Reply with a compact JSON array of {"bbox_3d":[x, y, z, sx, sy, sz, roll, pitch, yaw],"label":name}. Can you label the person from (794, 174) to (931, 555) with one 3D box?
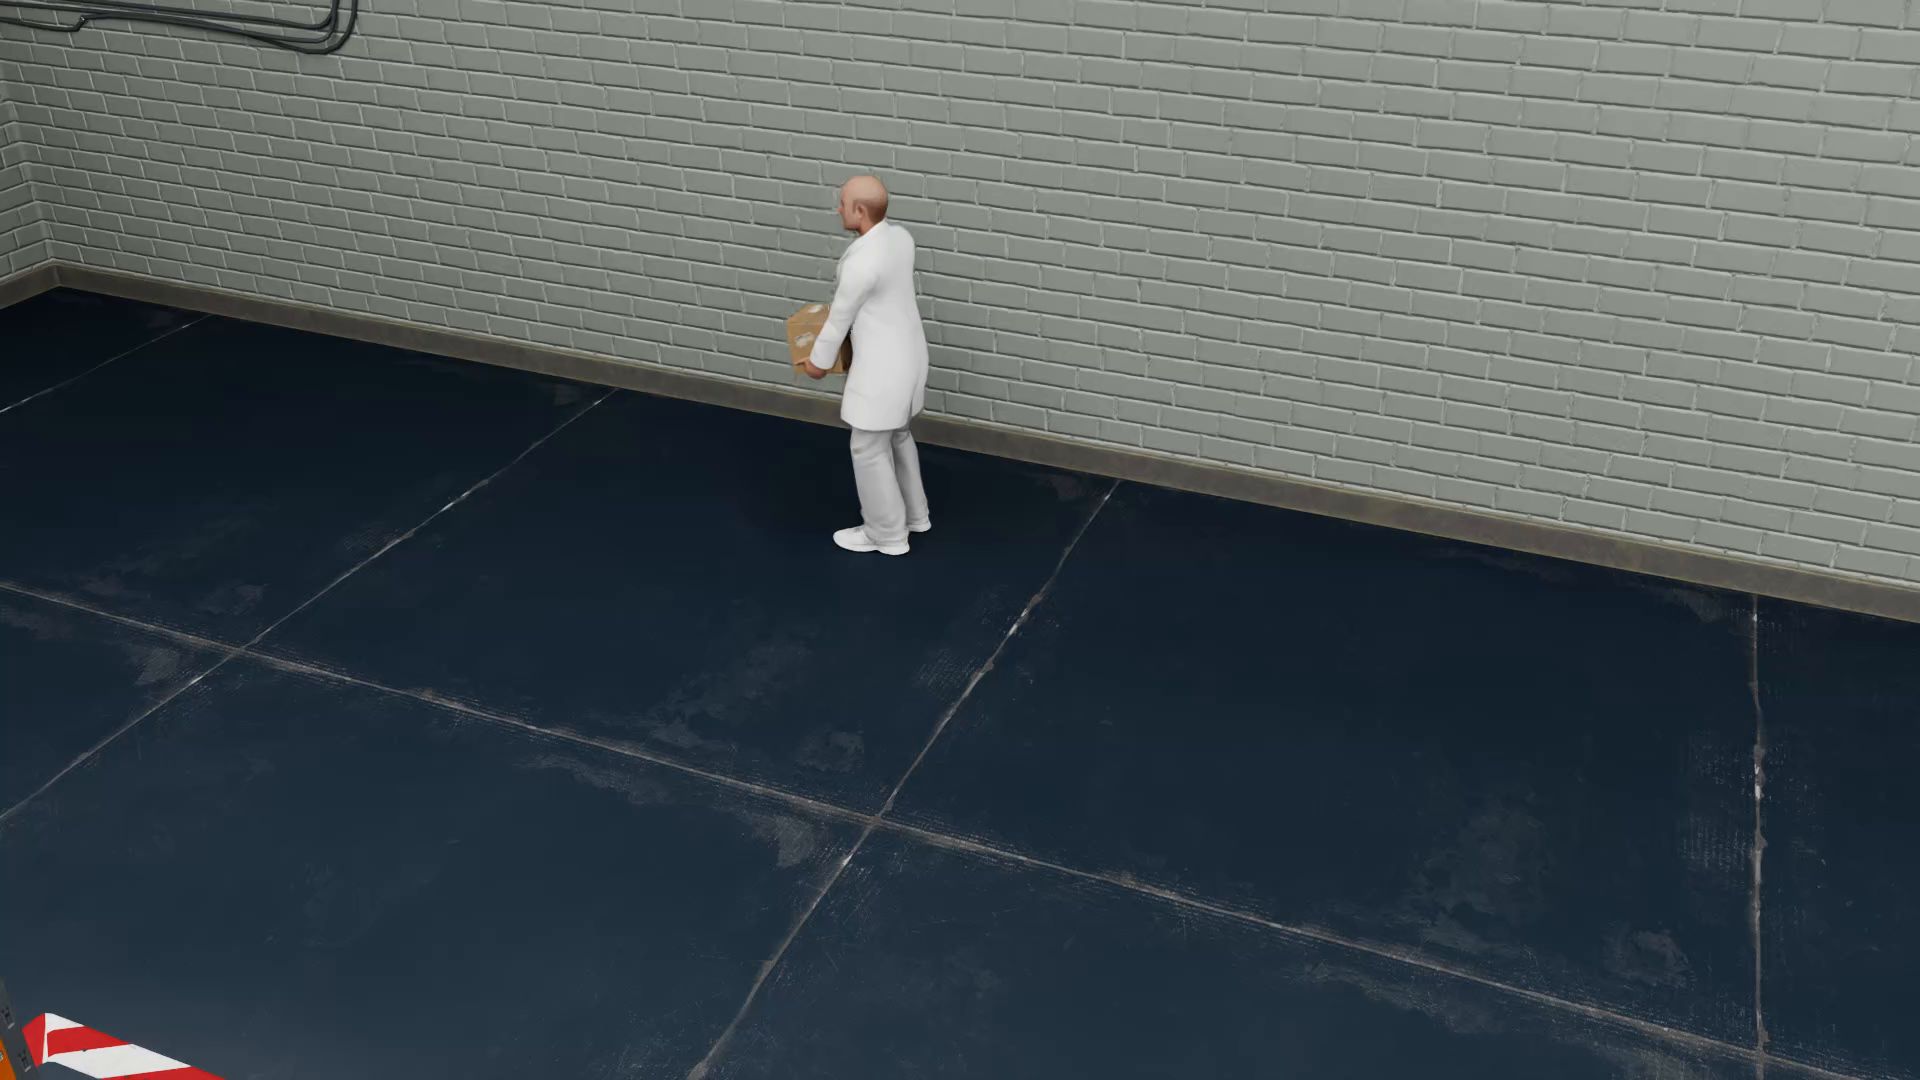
[{"bbox_3d":[-0.440,-0.804,7.586,0.575,1.777,0.530,11,31,18],"label":"person"}]
